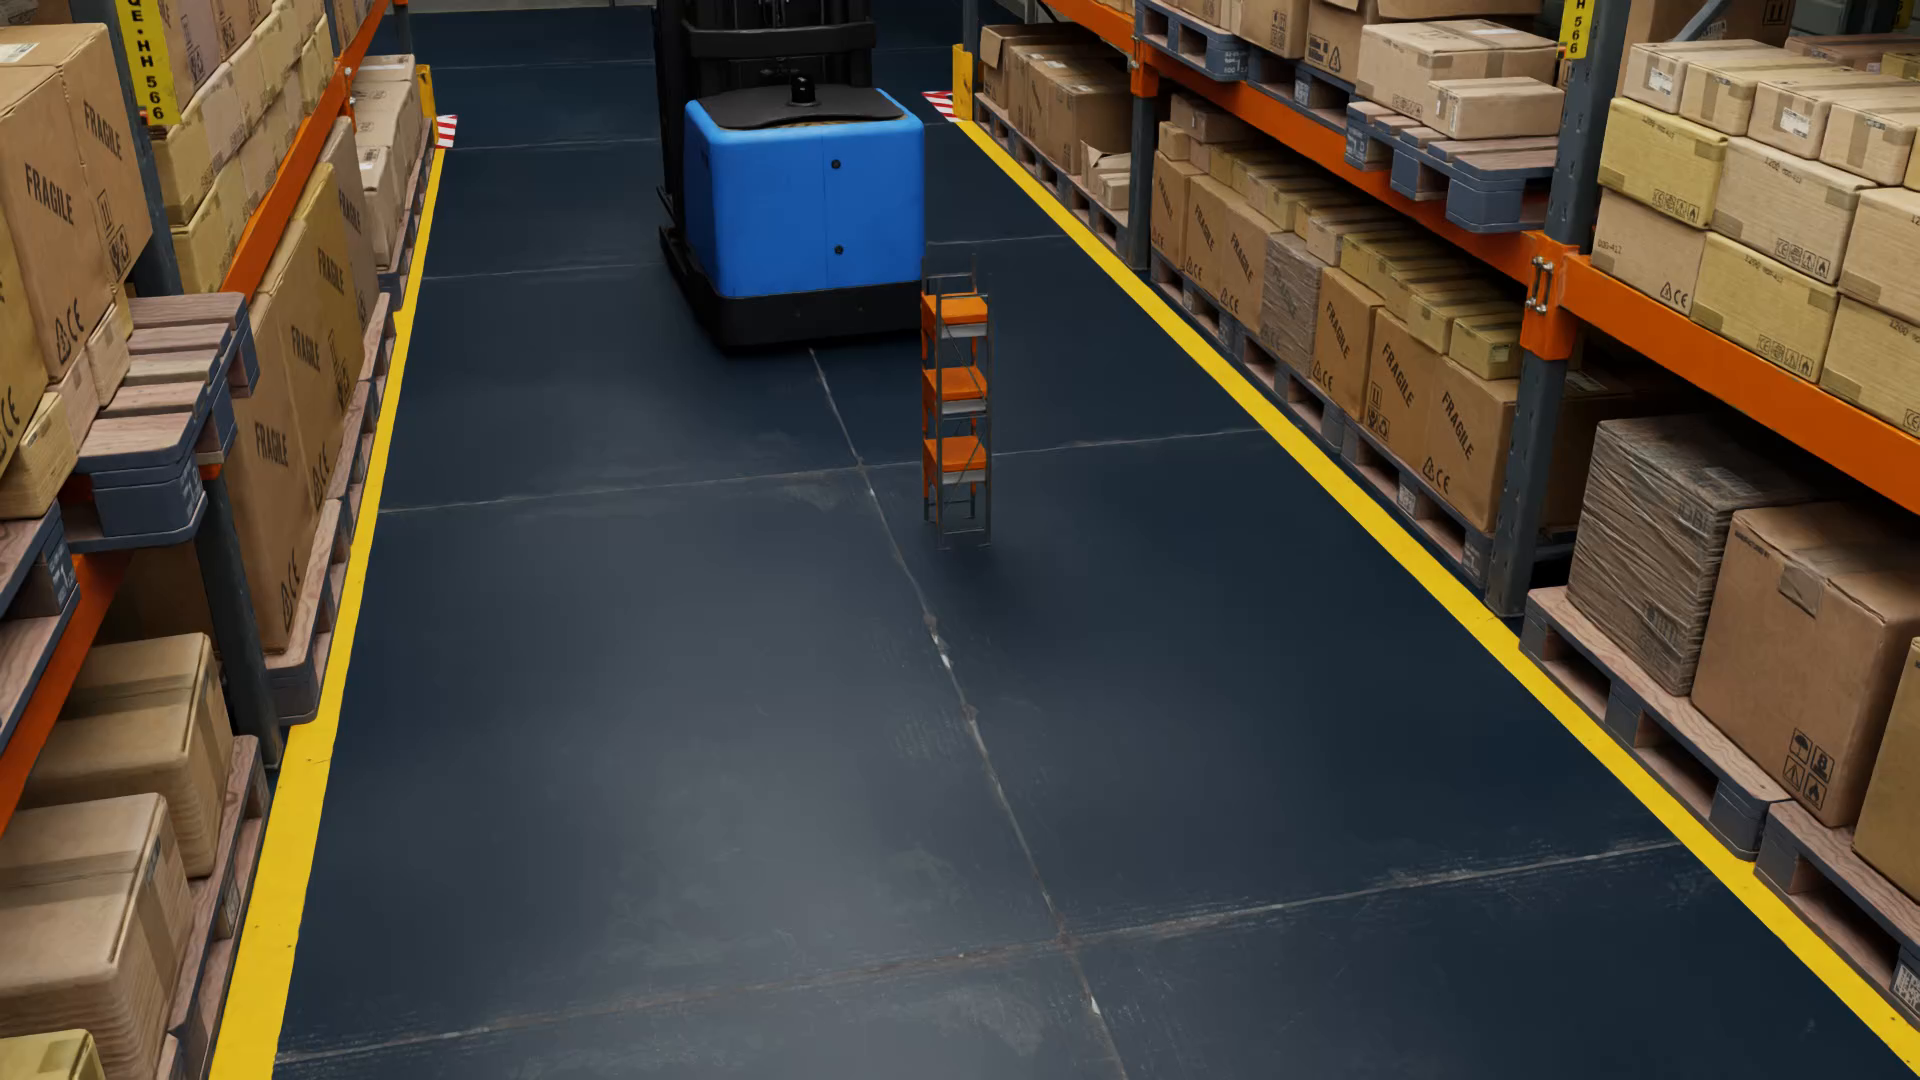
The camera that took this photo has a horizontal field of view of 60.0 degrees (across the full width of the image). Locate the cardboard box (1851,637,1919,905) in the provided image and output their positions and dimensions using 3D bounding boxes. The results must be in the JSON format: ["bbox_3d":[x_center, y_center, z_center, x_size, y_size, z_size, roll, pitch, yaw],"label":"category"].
[{"bbox_3d":[2.761,0.590,3.922,0.875,0.625,0.625,-7,28,-14],"label":"cardboard box"}]

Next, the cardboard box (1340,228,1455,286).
[{"bbox_3d":[1.789,-1.159,6.805,0.380,0.149,0.250,-6,27,-12],"label":"cardboard box"}]

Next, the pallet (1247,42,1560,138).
[{"bbox_3d":[1.884,-1.908,6.913,1.003,0.211,1.213,-6,27,-12],"label":"pallet"}]

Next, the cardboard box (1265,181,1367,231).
[{"bbox_3d":[1.602,-1.506,7.492,0.380,0.149,0.250,-5,27,-10],"label":"cardboard box"}]

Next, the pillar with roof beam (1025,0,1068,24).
[{"bbox_3d":[-3.400,-8.168,12.446,9.100,9.000,0.400,-6,27,-12],"label":"pillar with roof beam"}]

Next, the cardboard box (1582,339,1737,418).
[{"bbox_3d":[2.505,-0.425,6.071,0.500,0.500,0.500,-5,27,-10],"label":"cardboard box"}]

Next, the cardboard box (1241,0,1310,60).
[{"bbox_3d":[1.610,-2.321,6.943,0.700,0.500,0.500,-6,27,-12],"label":"cardboard box"}]

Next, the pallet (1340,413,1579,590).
[{"bbox_3d":[2.195,-0.227,6.465,1.003,0.211,1.213,-6,27,-12],"label":"pallet"}]

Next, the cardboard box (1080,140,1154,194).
[{"bbox_3d":[0.933,-2.234,9.916,0.396,0.266,0.258,-5,27,-10],"label":"cardboard box"}]

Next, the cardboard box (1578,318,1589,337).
[{"bbox_3d":[2.479,-0.881,6.255,0.380,0.149,0.250,-5,27,-10],"label":"cardboard box"}]

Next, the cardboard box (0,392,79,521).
[{"bbox_3d":[-1.849,-0.142,3.016,0.380,0.149,0.250,-5,27,-11],"label":"cardboard box"}]

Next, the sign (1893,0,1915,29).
[{"bbox_3d":[2.867,-1.715,5.033,0.100,0.325,0.005,-6,27,-12],"label":"sign"}]

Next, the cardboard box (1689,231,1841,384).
[{"bbox_3d":[2.297,-0.632,4.340,0.500,0.250,0.500,-7,28,-13],"label":"cardboard box"}]

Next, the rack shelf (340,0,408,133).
[{"bbox_3d":[-3.861,-2.947,9.558,1.077,0.370,4.000,-6,27,-12],"label":"rack shelf"}]

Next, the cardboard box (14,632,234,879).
[{"bbox_3d":[-2.391,0.600,4.182,0.950,0.372,0.625,-8,28,-15],"label":"cardboard box"}]

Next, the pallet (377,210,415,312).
[{"bbox_3d":[-3.505,-1.487,8.962,1.003,0.211,1.213,-6,27,-12],"label":"pallet"}]

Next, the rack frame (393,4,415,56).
[{"bbox_3d":[-4.311,-4.146,11.136,1.000,3.000,0.127,-6,27,-12],"label":"rack frame"}]

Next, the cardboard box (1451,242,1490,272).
[{"bbox_3d":[2.268,-1.221,6.927,0.380,0.149,0.250,-7,28,-13],"label":"cardboard box"}]

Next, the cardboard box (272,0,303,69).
[{"bbox_3d":[-2.831,-1.932,6.361,0.500,0.250,0.500,-5,27,-10],"label":"cardboard box"}]

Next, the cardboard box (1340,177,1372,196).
[{"bbox_3d":[2.010,-1.668,7.814,0.380,0.149,0.250,-5,27,-10],"label":"cardboard box"}]

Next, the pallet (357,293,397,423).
[{"bbox_3d":[-3.162,-0.814,7.629,1.003,0.211,1.213,-6,27,-12],"label":"pallet"}]

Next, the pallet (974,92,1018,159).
[{"bbox_3d":[0.722,-3.024,12.007,1.003,0.211,1.213,-6,27,-12],"label":"pallet"}]

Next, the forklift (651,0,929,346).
[{"bbox_3d":[-1.071,-2.876,8.696,1.130,2.935,3.031,-8,28,-15],"label":"forklift"}]

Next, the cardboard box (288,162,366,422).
[{"bbox_3d":[-2.981,-0.969,6.734,0.875,0.875,0.875,-5,27,-10],"label":"cardboard box"}]

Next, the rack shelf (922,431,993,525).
[{"bbox_3d":[-0.012,-0.235,6.190,0.215,0.259,0.240,-6,27,-12],"label":"rack shelf"}]

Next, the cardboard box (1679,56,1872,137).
[{"bbox_3d":[2.173,-1.187,4.442,0.380,0.149,0.250,-5,27,-10],"label":"cardboard box"}]

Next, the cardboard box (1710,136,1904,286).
[{"bbox_3d":[2.300,-0.857,4.230,0.500,0.250,0.500,-5,27,-10],"label":"cardboard box"}]

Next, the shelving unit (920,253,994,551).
[{"bbox_3d":[-0.012,-0.492,6.060,0.215,1.050,0.252,-6,27,-12],"label":"shelving unit"}]

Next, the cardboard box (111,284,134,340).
[{"bbox_3d":[-2.074,-0.479,3.683,0.380,0.149,0.250,-6,27,-11],"label":"cardboard box"}]

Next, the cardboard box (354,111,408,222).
[{"bbox_3d":[-3.649,-2.113,9.486,0.875,0.438,0.875,-7,28,-13],"label":"cardboard box"}]

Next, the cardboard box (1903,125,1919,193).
[{"bbox_3d":[2.413,-0.856,3.787,0.380,0.149,0.250,-6,27,-11],"label":"cardboard box"}]

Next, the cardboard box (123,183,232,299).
[{"bbox_3d":[-2.374,-0.808,4.688,0.500,0.250,0.500,-6,27,-12],"label":"cardboard box"}]

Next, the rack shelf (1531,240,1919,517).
[{"bbox_3d":[2.778,0.059,3.602,1.077,0.370,4.000,-6,27,-12],"label":"rack shelf"}]

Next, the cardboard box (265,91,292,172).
[{"bbox_3d":[-2.734,-1.478,6.017,0.500,0.250,0.500,-6,27,-12],"label":"cardboard box"}]

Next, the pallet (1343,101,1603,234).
[{"bbox_3d":[2.106,-1.345,5.798,1.213,0.211,1.003,-6,27,-12],"label":"pallet"}]

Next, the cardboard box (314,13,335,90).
[{"bbox_3d":[-3.063,-2.152,7.351,0.500,0.250,0.500,-7,28,-13],"label":"cardboard box"}]

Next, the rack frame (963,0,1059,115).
[{"bbox_3d":[0.524,-4.652,12.138,1.000,3.000,0.127,-6,27,-12],"label":"rack frame"}]

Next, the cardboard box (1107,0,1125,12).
[{"bbox_3d":[1.028,-3.010,9.164,0.380,0.149,0.250,-5,27,-10],"label":"cardboard box"}]

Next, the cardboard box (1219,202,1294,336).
[{"bbox_3d":[1.553,-1.280,7.765,0.500,0.500,0.500,-7,28,-13],"label":"cardboard box"}]

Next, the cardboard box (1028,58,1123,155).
[{"bbox_3d":[0.746,-2.824,10.824,0.500,0.500,0.500,-5,27,-11],"label":"cardboard box"}]

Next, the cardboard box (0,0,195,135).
[{"bbox_3d":[-2.381,-1.367,4.408,0.500,0.500,0.500,-7,28,-13],"label":"cardboard box"}]

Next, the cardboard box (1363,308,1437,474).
[{"bbox_3d":[1.919,-0.596,6.410,0.500,0.500,0.500,-6,27,-12],"label":"cardboard box"}]

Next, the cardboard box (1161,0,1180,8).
[{"bbox_3d":[1.316,-2.893,8.076,0.700,0.500,0.500,-5,27,-10],"label":"cardboard box"}]

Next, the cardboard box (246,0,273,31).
[{"bbox_3d":[-2.714,-2.034,5.730,0.500,0.500,0.500,-6,27,-11],"label":"cardboard box"}]

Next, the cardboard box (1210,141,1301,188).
[{"bbox_3d":[1.454,-1.847,8.169,0.380,0.149,0.250,-7,28,-14],"label":"cardboard box"}]

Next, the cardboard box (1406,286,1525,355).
[{"bbox_3d":[1.877,-0.809,6.112,0.380,0.149,0.250,-7,28,-14],"label":"cardboard box"}]

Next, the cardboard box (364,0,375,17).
[{"bbox_3d":[-3.476,-3.108,8.967,0.500,0.500,0.500,-6,27,-11],"label":"cardboard box"}]

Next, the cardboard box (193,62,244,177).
[{"bbox_3d":[-2.497,-1.265,5.039,0.500,0.250,0.500,-5,27,-10],"label":"cardboard box"}]

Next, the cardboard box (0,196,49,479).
[{"bbox_3d":[-1.893,-0.380,2.768,0.500,0.500,0.500,-8,28,-15],"label":"cardboard box"}]

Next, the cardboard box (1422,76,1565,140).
[{"bbox_3d":[1.805,-1.465,5.636,0.380,0.149,0.250,-5,27,-11],"label":"cardboard box"}]

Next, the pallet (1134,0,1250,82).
[{"bbox_3d":[1.499,-2.448,7.985,1.003,0.211,1.213,-6,27,-12],"label":"pallet"}]

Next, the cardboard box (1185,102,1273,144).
[{"bbox_3d":[1.352,-2.096,8.332,0.380,0.149,0.250,-7,28,-14],"label":"cardboard box"}]

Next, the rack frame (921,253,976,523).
[{"bbox_3d":[-0.040,-0.546,6.166,0.200,1.050,0.008,-6,27,-12],"label":"rack frame"}]
